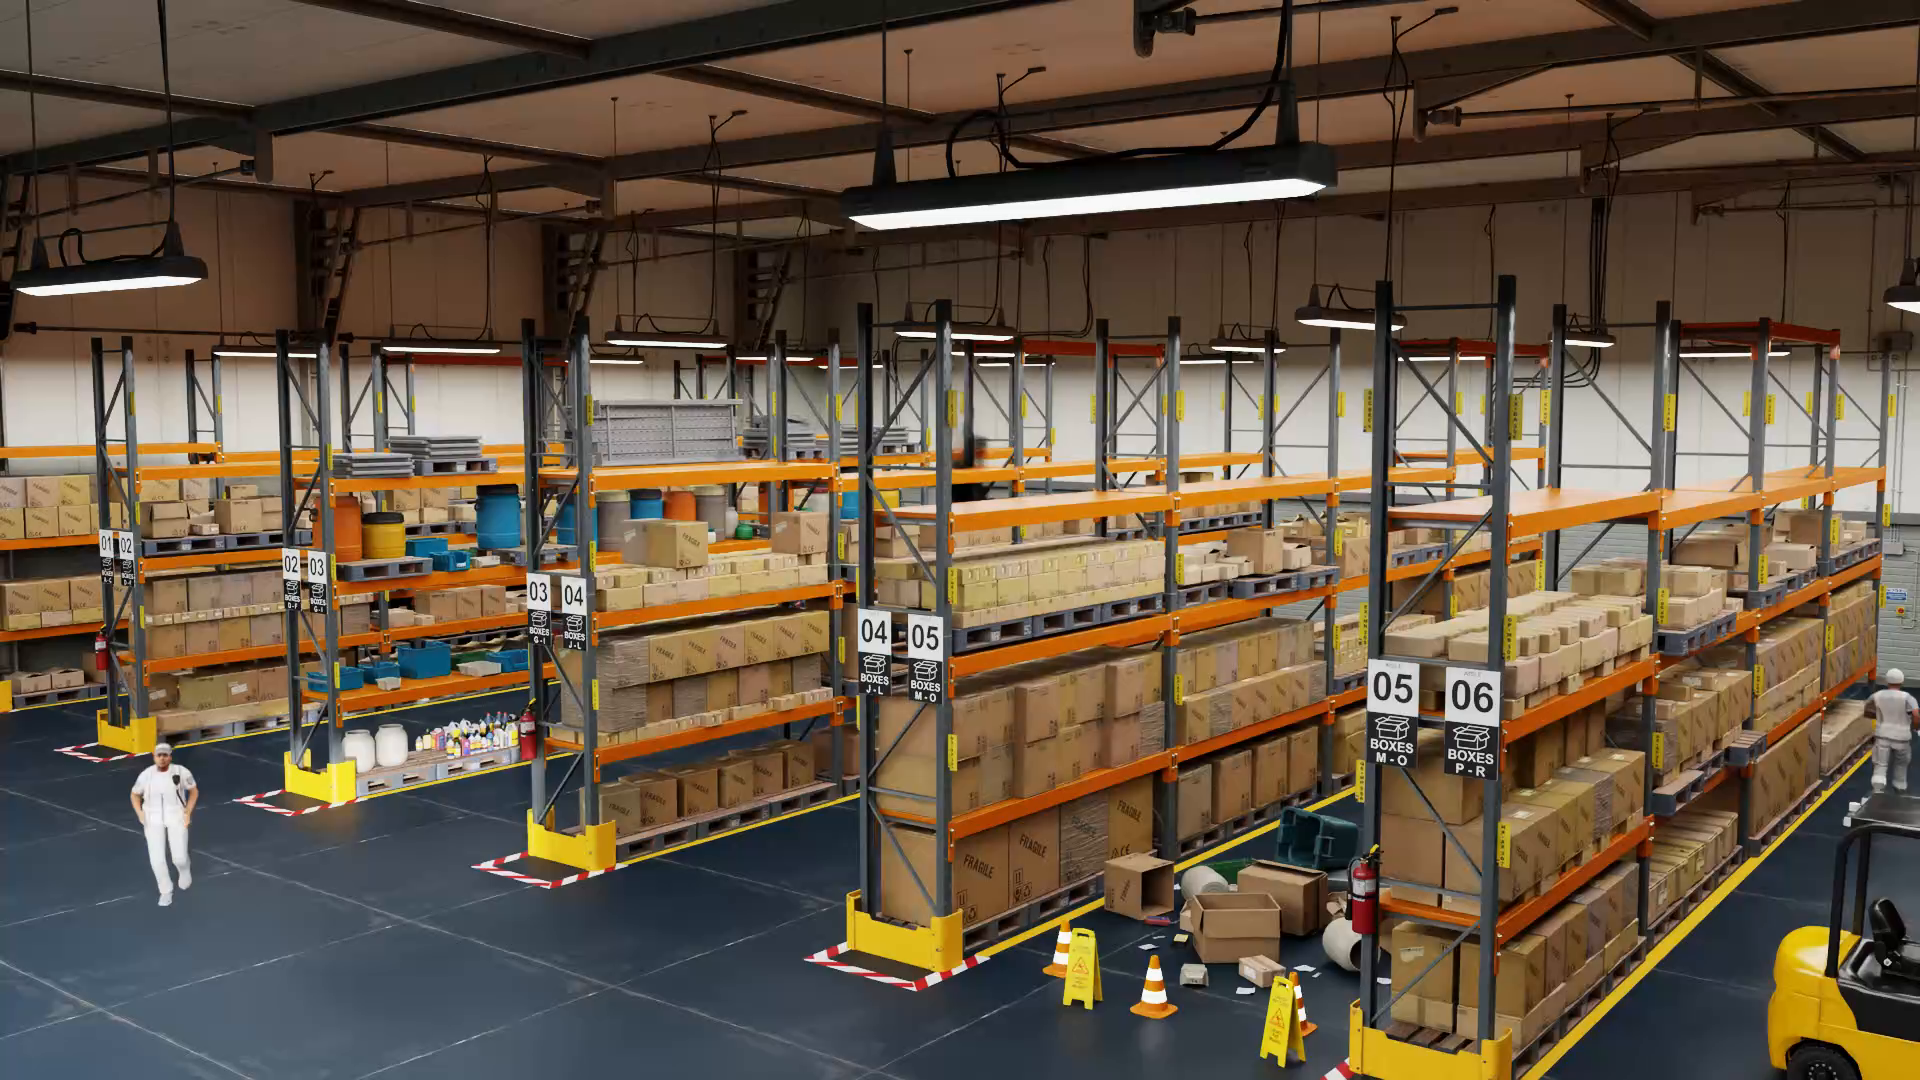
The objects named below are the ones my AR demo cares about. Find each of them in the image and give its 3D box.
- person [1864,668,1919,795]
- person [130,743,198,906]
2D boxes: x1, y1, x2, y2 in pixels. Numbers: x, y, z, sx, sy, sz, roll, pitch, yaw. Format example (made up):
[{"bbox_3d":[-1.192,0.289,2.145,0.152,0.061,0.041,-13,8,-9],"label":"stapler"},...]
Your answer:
[{"bbox_3d":[11.475,2.460,20.466,0.661,1.786,0.982,4,6,36],"label":"person"},{"bbox_3d":[-8.140,2.877,17.025,0.628,1.638,0.551,-2,5,-19],"label":"person"}]
